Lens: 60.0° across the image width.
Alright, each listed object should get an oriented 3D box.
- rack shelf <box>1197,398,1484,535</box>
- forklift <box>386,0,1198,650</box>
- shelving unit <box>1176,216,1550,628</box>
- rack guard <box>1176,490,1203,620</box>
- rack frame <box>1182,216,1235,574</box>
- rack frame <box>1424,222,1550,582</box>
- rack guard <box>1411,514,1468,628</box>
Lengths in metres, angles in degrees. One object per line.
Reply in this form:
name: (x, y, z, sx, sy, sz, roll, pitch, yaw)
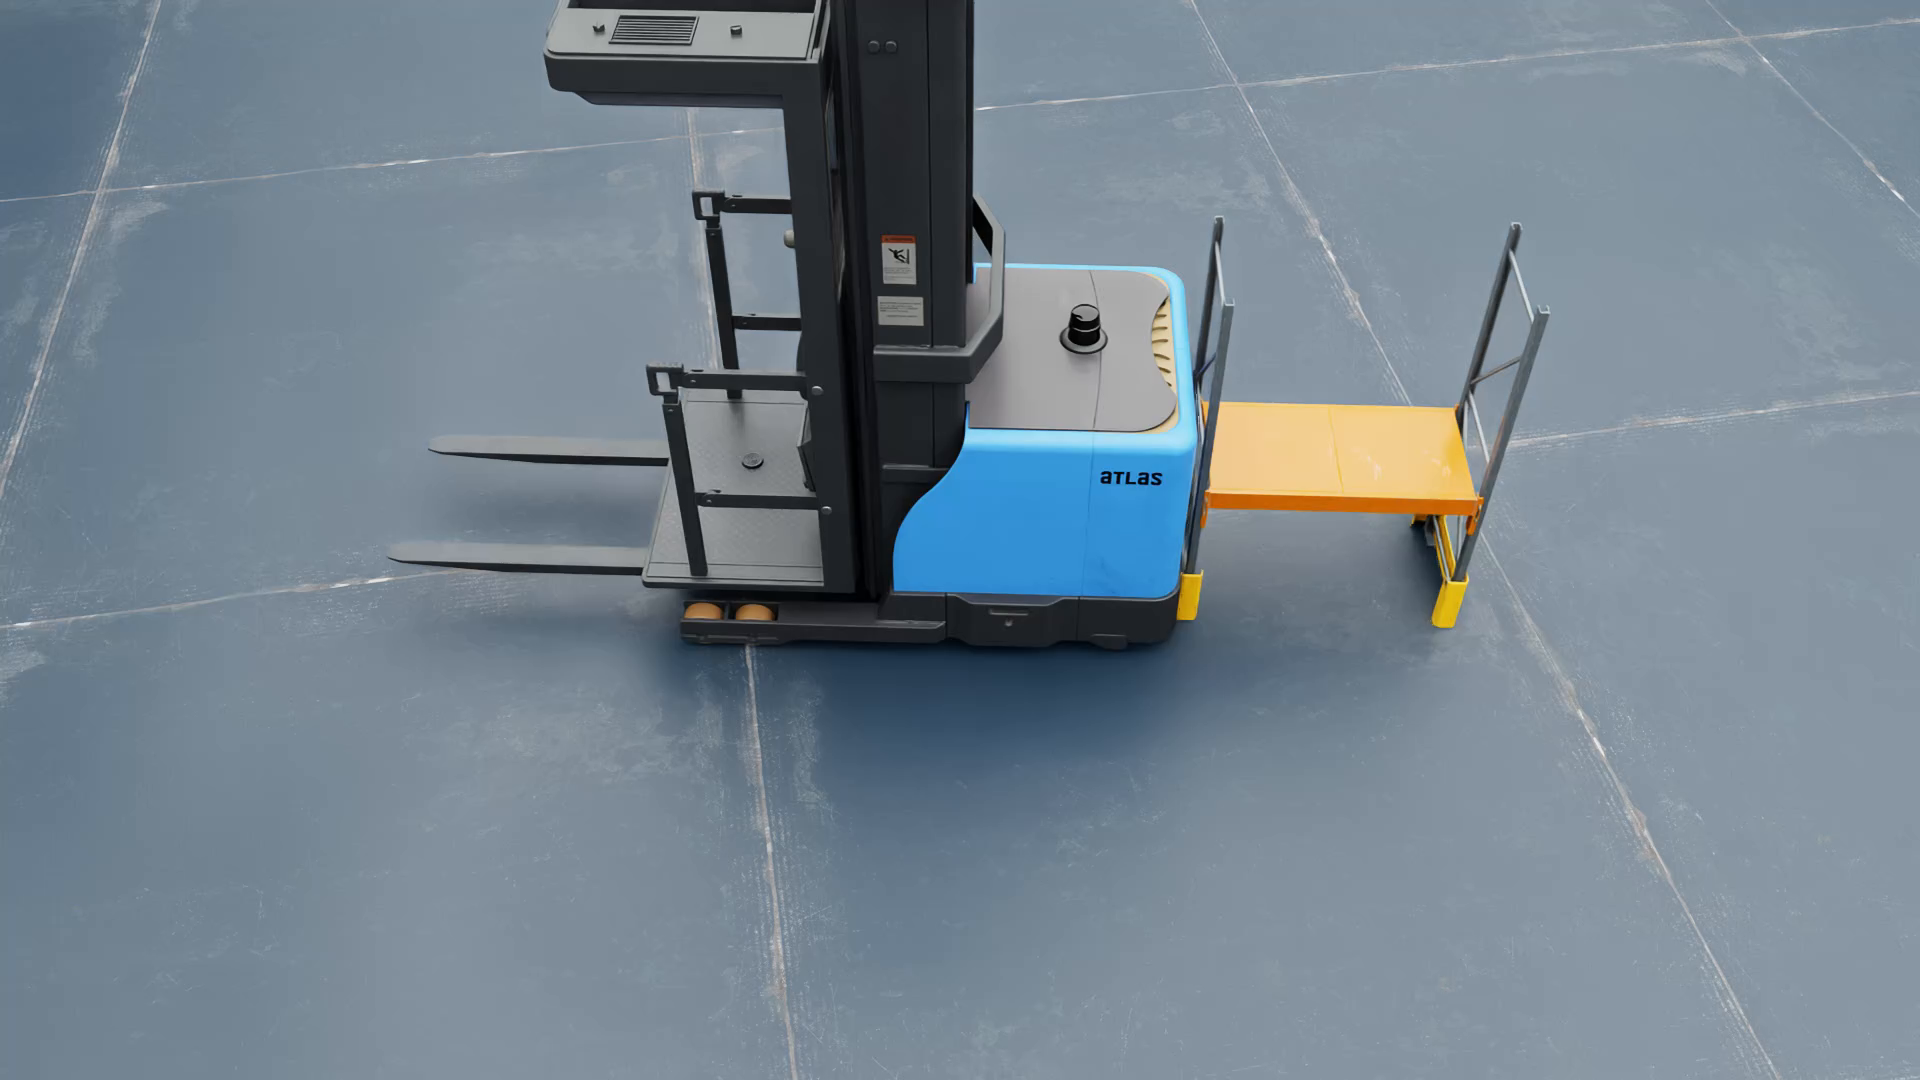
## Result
rack shelf: (1.394, -0.281, 6.230, 1.000, 0.185, 0.538, 2, 46, 2)
forklift: (-0.677, -0.994, 5.673, 3.031, 2.935, 1.130, 2, 46, 2)
shelving unit: (1.385, -0.407, 6.100, 1.083, 1.500, 0.587, 2, 46, 2)
rack guard: (0.887, 0.013, 6.563, 0.087, 0.250, 0.587, 2, 46, 2)
rack frame: (0.886, -0.420, 6.113, 0.032, 1.500, 0.500, 2, 46, 2)
rack frame: (1.902, -0.392, 6.086, 0.032, 1.500, 0.500, 2, 46, 2)
rack guard: (1.882, 0.041, 6.537, 0.087, 0.250, 0.587, 2, 46, 2)
